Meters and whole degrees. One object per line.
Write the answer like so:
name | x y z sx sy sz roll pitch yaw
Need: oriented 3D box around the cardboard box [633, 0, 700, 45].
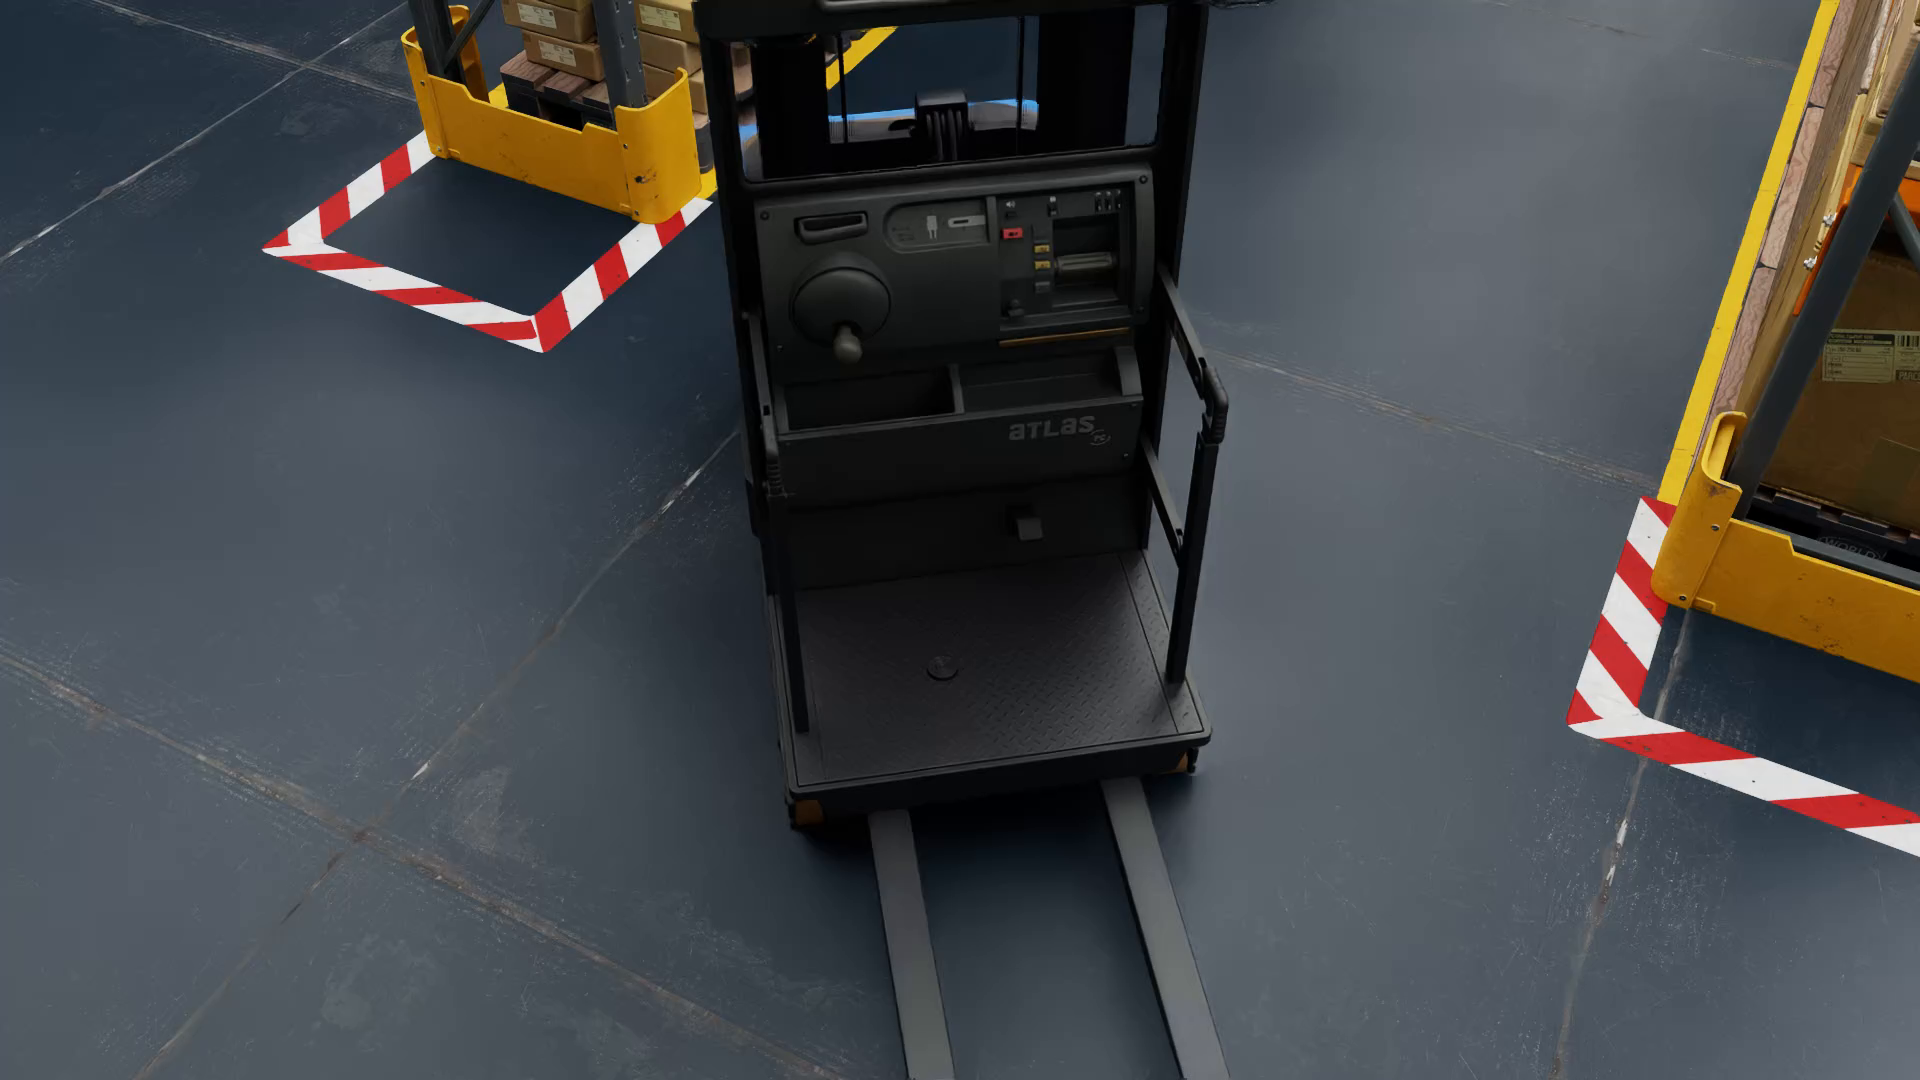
cardboard box | -1.096 -2.088 6.496 0.380 0.149 0.250 18 48 17

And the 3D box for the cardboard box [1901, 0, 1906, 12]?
cardboard box | 2.932 -1.579 4.598 0.500 0.250 0.500 20 49 18

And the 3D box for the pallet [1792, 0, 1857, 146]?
pallet | 4.140 -1.901 6.981 1.003 0.211 1.213 20 49 19

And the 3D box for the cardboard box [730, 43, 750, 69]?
cardboard box | -1.065 -2.078 6.904 0.380 0.149 0.250 20 49 19

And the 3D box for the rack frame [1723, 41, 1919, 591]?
rack frame | 2.706 -0.815 3.946 1.000 3.000 0.127 20 49 19

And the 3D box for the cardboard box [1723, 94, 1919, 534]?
cardboard box | 2.932 -0.645 4.977 0.875 0.875 0.875 20 49 19

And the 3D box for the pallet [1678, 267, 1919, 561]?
pallet | 3.008 -0.364 5.461 1.003 0.211 1.213 20 49 19

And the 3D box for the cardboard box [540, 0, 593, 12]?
cardboard box | -1.619 -2.288 6.693 0.380 0.149 0.250 21 49 19

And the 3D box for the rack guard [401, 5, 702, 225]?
rack guard | -1.605 -1.685 6.564 1.175 0.500 0.348 20 49 19

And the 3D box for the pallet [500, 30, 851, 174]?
pallet | -1.197 -2.084 7.161 1.003 0.211 1.213 20 49 19

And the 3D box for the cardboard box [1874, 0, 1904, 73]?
cardboard box | 2.817 -1.382 4.684 0.380 0.149 0.250 21 49 19

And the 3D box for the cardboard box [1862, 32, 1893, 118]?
cardboard box | 2.699 -1.224 4.527 0.380 0.149 0.250 21 49 19

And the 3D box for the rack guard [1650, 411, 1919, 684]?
rack guard | 2.695 0.079 4.820 1.175 0.500 0.348 20 49 19

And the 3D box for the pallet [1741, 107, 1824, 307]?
pallet | 3.575 -1.130 6.218 1.003 0.211 1.213 20 49 19

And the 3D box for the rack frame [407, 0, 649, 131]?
rack frame | -1.640 -2.516 5.628 1.000 3.000 0.127 20 49 19

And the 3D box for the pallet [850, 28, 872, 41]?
pallet | -0.629 -2.849 7.918 1.003 0.211 1.213 20 49 19

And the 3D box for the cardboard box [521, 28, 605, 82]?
cardboard box | -1.581 -2.062 6.888 0.380 0.149 0.250 21 49 20

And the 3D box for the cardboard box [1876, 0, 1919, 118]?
cardboard box | 2.696 -1.259 4.282 0.500 0.250 0.500 20 49 18

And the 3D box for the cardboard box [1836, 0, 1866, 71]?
cardboard box | 4.186 -2.346 6.658 0.875 0.875 0.875 20 49 19

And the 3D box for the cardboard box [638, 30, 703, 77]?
cardboard box | -1.170 -2.011 6.629 0.380 0.149 0.250 22 49 21

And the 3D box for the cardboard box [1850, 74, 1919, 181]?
cardboard box | 2.580 -1.059 4.365 0.380 0.149 0.250 21 49 20

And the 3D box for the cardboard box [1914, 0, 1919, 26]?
cardboard box | 2.699 -1.524 4.016 0.500 0.500 0.500 21 49 20

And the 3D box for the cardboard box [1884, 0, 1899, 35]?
cardboard box | 2.934 -1.539 4.839 0.380 0.149 0.250 21 49 20

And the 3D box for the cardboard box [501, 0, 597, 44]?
cardboard box | -1.648 -2.193 6.808 0.380 0.149 0.250 19 48 18

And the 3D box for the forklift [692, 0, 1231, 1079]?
forklift | 0.034 -0.547 3.730 1.130 2.935 3.031 -7 46 -7

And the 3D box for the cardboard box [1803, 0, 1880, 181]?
cardboard box | 3.768 -1.779 6.098 0.875 0.875 0.875 20 49 19

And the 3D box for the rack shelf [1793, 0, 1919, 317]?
rack shelf | 3.634 -1.822 5.447 1.077 0.370 4.000 20 49 19

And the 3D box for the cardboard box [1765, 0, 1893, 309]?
cardboard box | 3.355 -1.218 5.544 0.875 0.875 0.875 20 49 19

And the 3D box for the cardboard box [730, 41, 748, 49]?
cardboard box | -0.993 -2.165 6.781 0.380 0.149 0.250 20 49 19

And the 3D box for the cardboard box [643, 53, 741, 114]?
cardboard box | -1.114 -1.886 6.714 0.380 0.149 0.250 21 49 20
